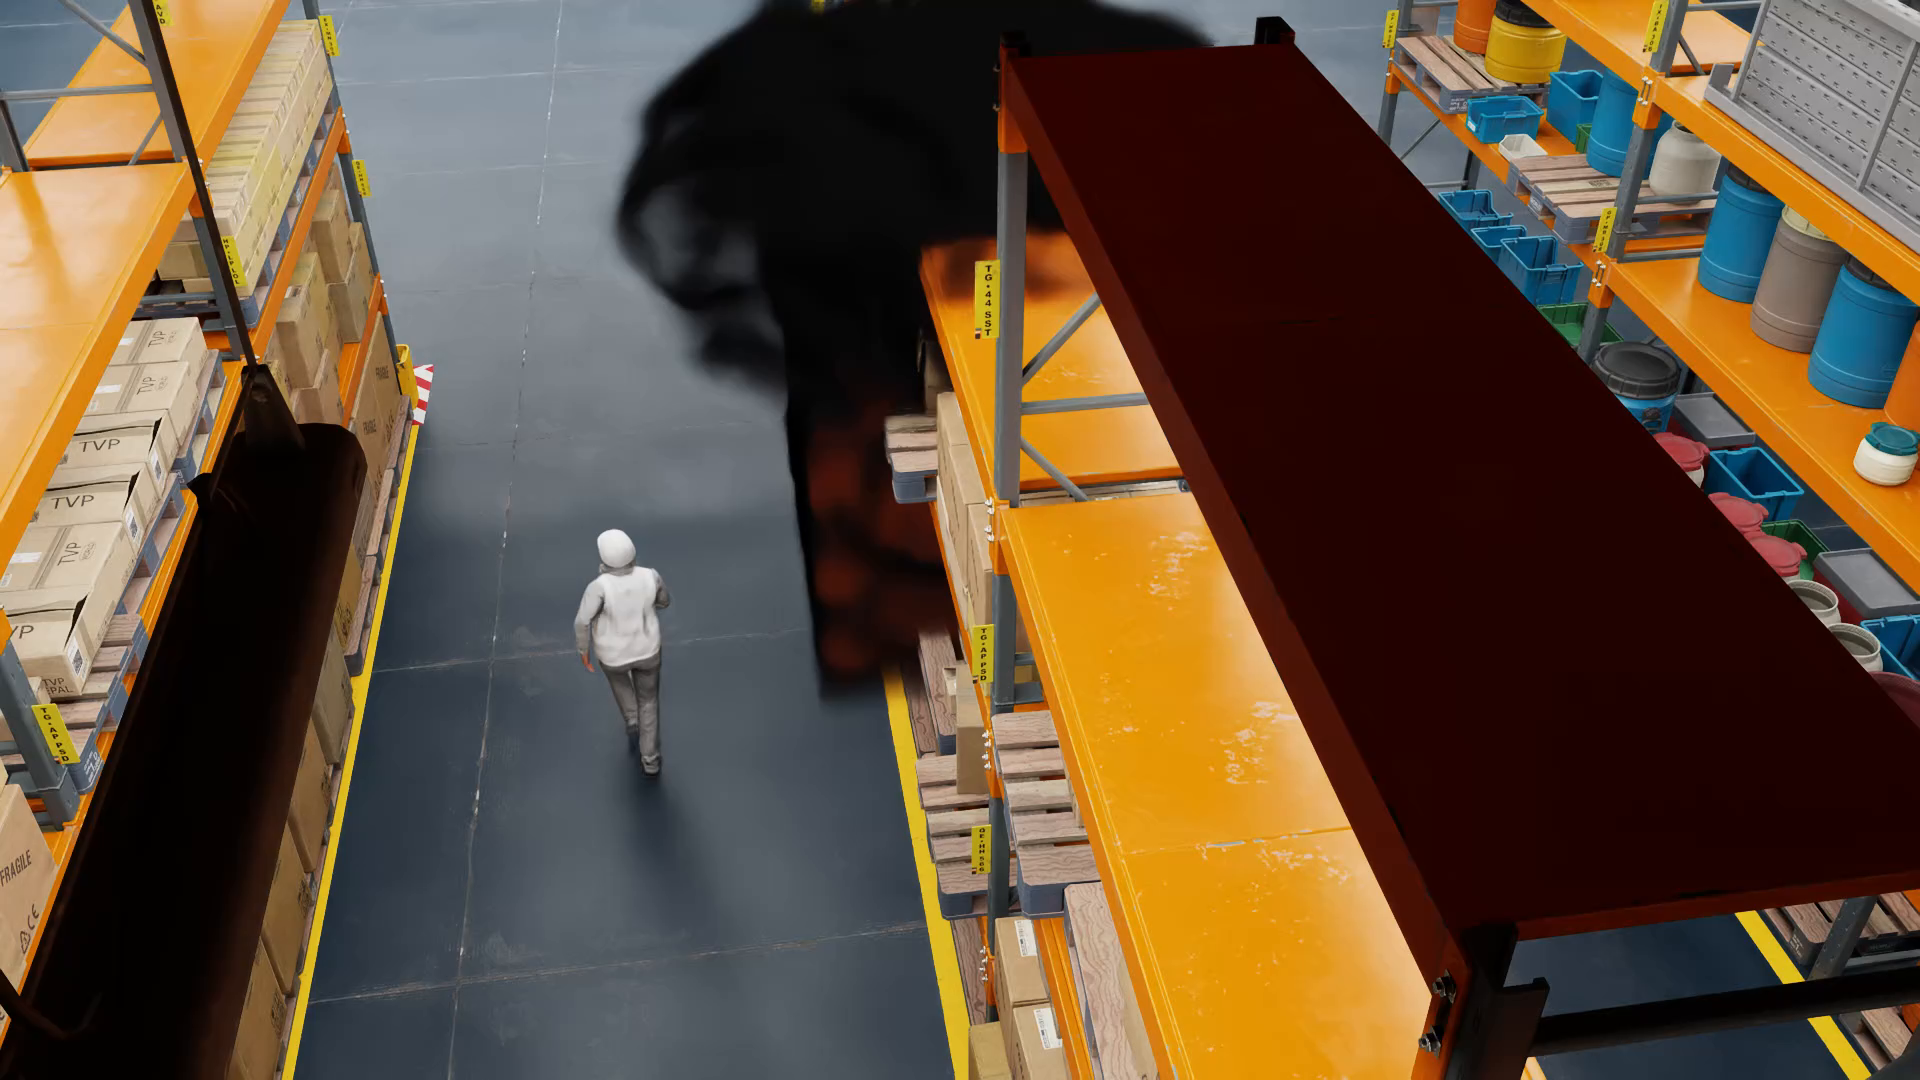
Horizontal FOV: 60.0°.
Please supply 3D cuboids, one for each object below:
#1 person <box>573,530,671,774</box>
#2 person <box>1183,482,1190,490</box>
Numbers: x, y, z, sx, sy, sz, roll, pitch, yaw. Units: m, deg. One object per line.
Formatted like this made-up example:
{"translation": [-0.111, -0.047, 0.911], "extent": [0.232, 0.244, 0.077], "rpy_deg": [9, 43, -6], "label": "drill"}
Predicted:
{"translation": [-2.198, 0.713, 10.991], "extent": [0.682, 1.763, 0.807], "rpy_deg": [-14, 38, -18], "label": "person"}
{"translation": [1.697, -1.169, 13.547], "extent": [0.640, 1.770, 0.940], "rpy_deg": [-19, 40, -24], "label": "person"}
